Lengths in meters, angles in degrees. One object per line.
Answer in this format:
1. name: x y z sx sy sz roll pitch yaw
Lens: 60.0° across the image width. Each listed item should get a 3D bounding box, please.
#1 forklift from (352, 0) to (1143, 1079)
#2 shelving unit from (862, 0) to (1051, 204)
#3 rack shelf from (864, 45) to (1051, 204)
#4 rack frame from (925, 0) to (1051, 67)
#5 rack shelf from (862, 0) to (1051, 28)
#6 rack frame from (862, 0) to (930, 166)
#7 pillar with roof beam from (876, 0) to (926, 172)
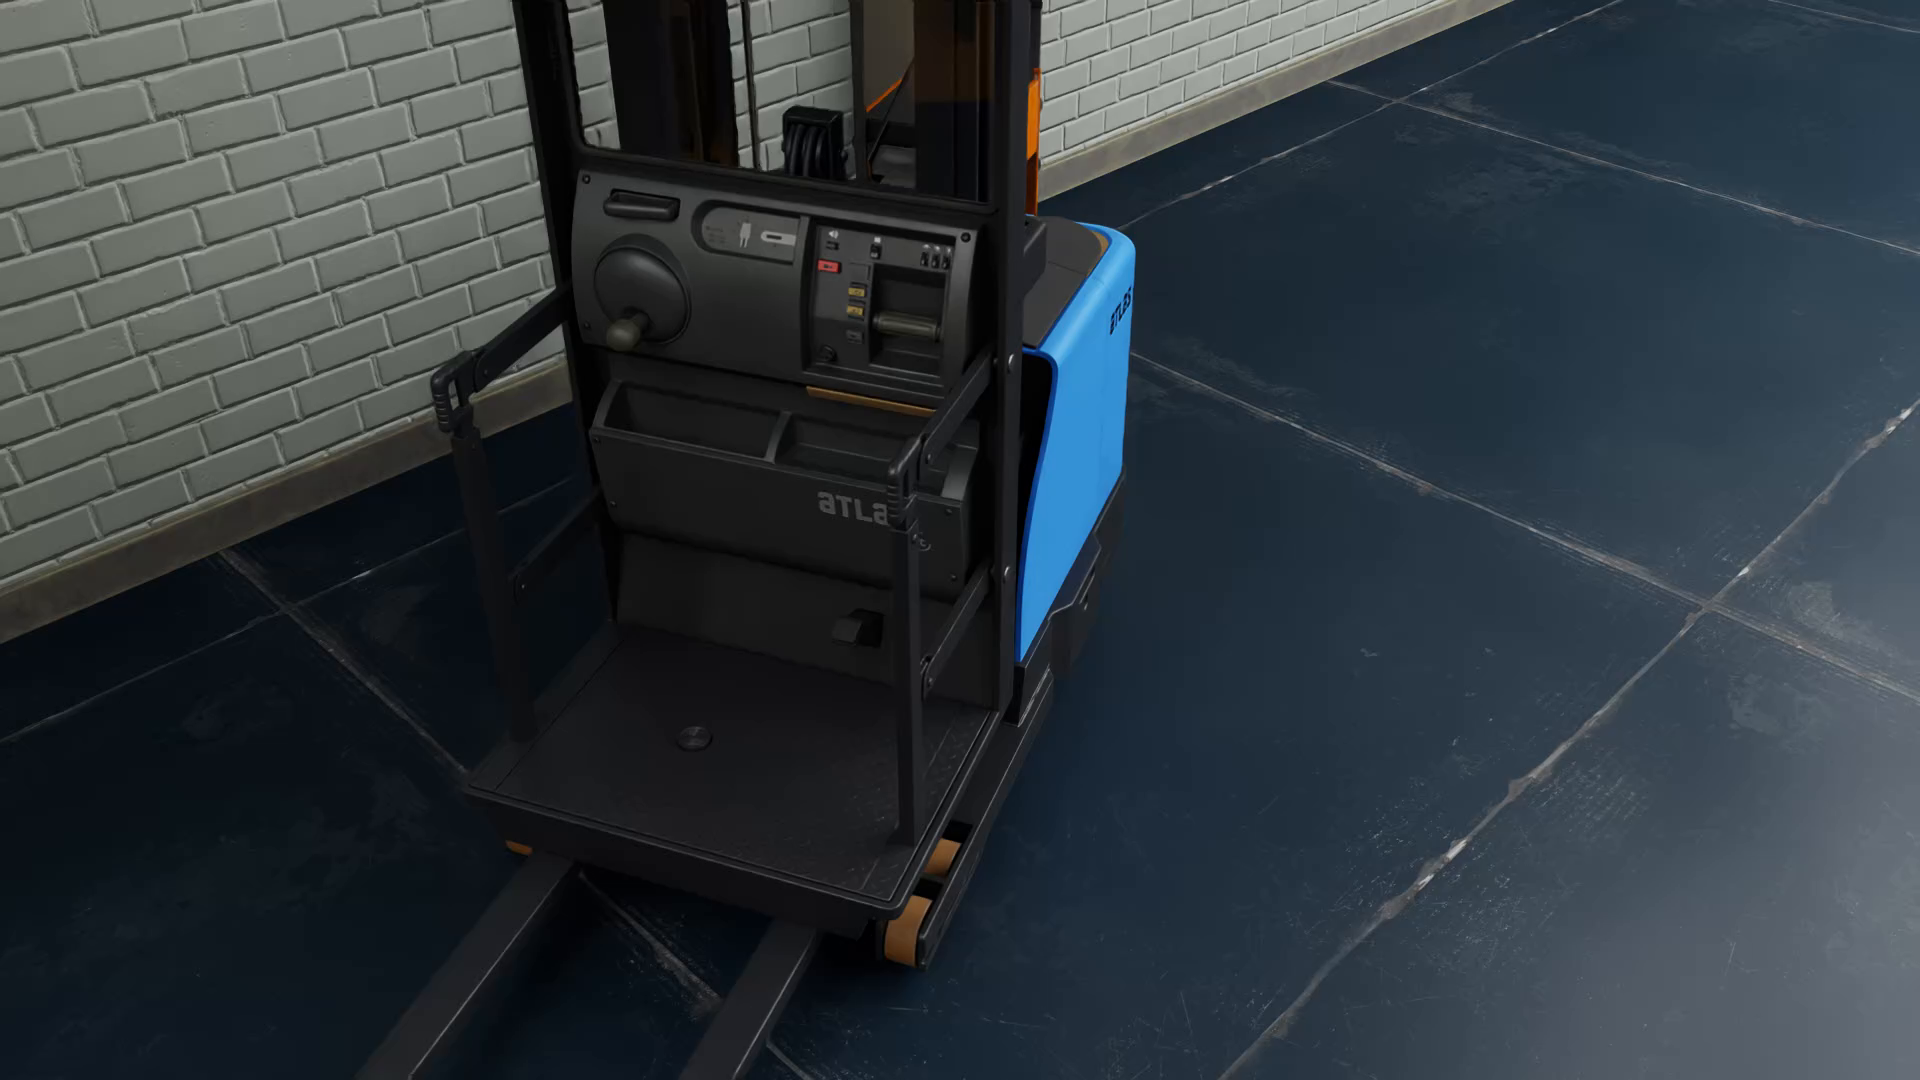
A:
1. forklift: -0.453 -0.533 3.452 1.130 2.935 3.031 12 37 16
2. shelving unit: -0.001 -1.182 5.109 0.431 2.100 0.503 12 37 16
3. rack shelf: -0.001 -1.170 5.116 0.431 0.518 0.480 12 37 16
4. rack frame: 0.082 -1.313 5.297 0.400 2.100 0.015 12 37 16
5. rack shelf: -0.001 -1.744 4.716 0.431 0.518 0.480 12 37 16
6. rack frame: -0.085 -1.050 4.921 0.400 2.100 0.015 12 37 16
7. pillar with roof beam: 2.936 -3.092 1.818 9.100 9.000 0.400 30 45 35
